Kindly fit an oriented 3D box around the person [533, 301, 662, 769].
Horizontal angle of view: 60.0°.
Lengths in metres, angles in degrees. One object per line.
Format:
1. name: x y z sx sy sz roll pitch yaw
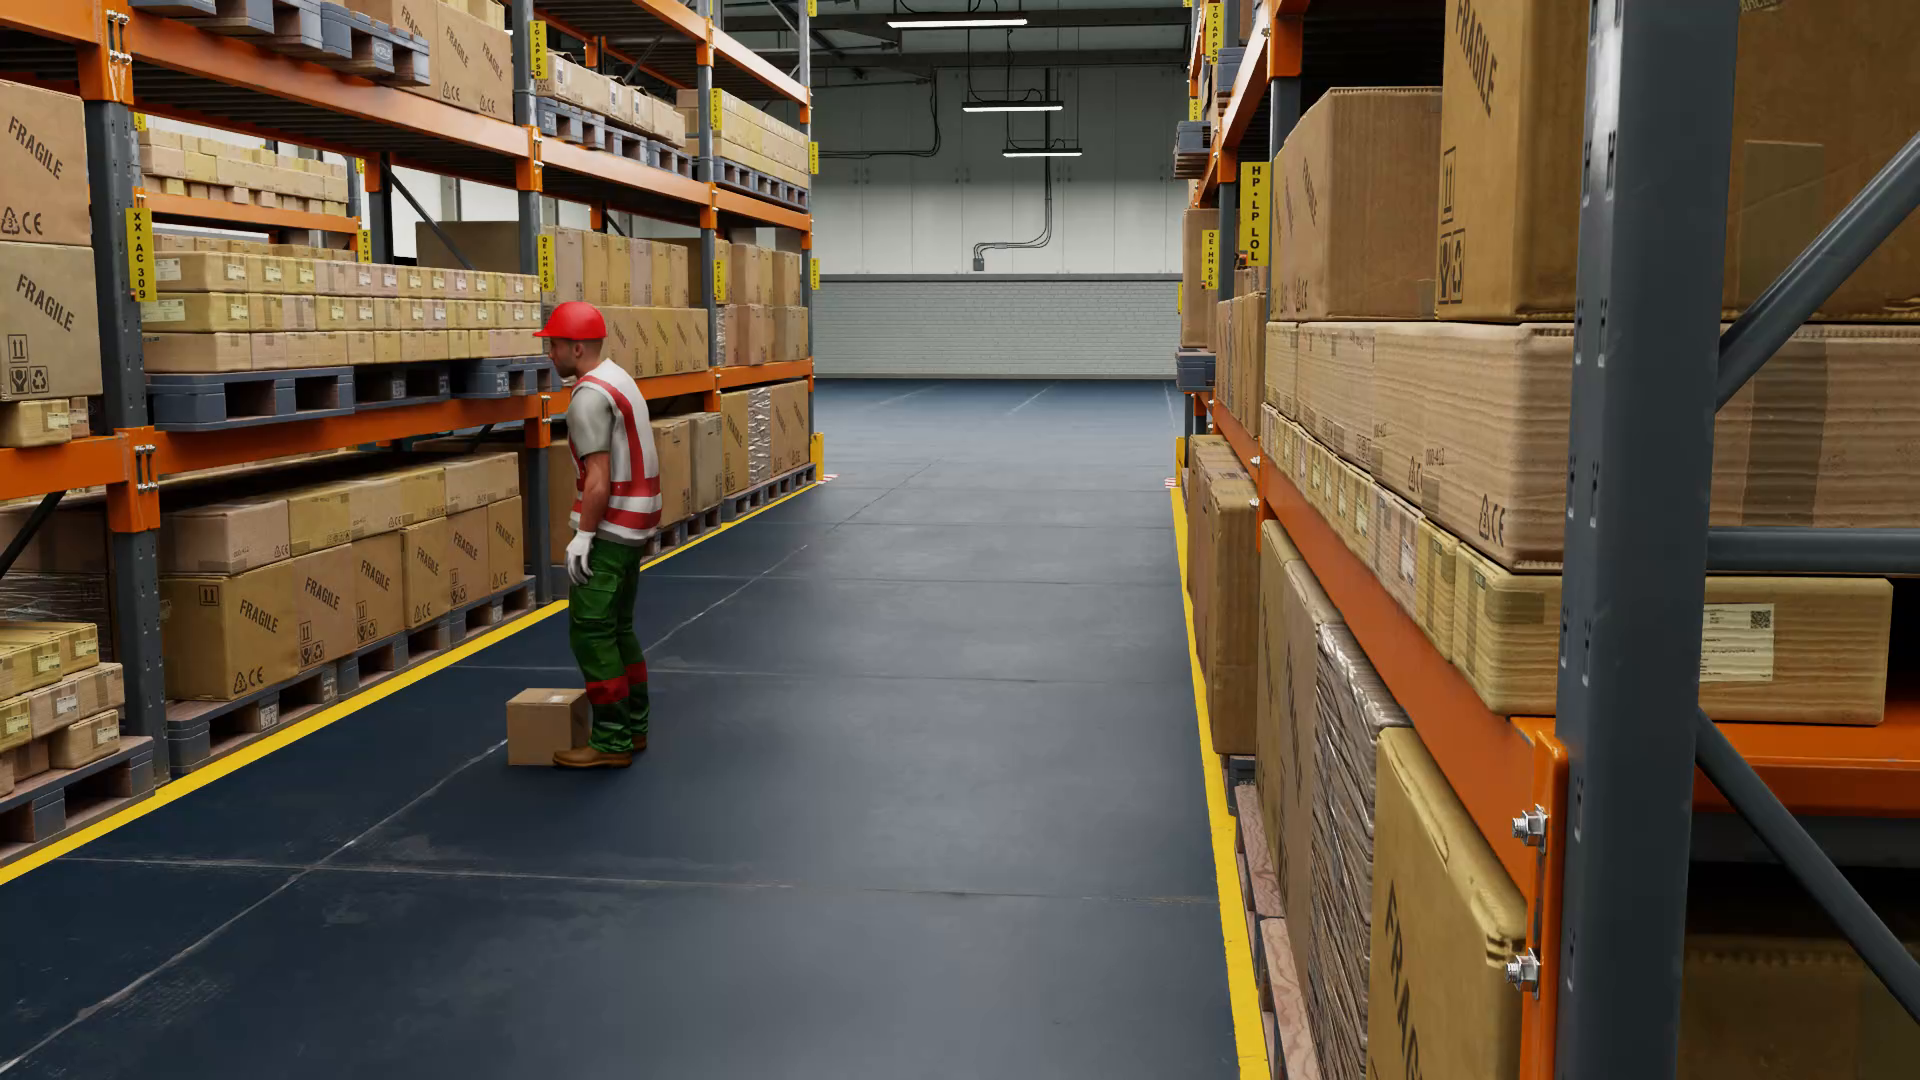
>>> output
1. person: -1.386 -0.022 6.404 0.454 1.777 0.605 0 8 4
